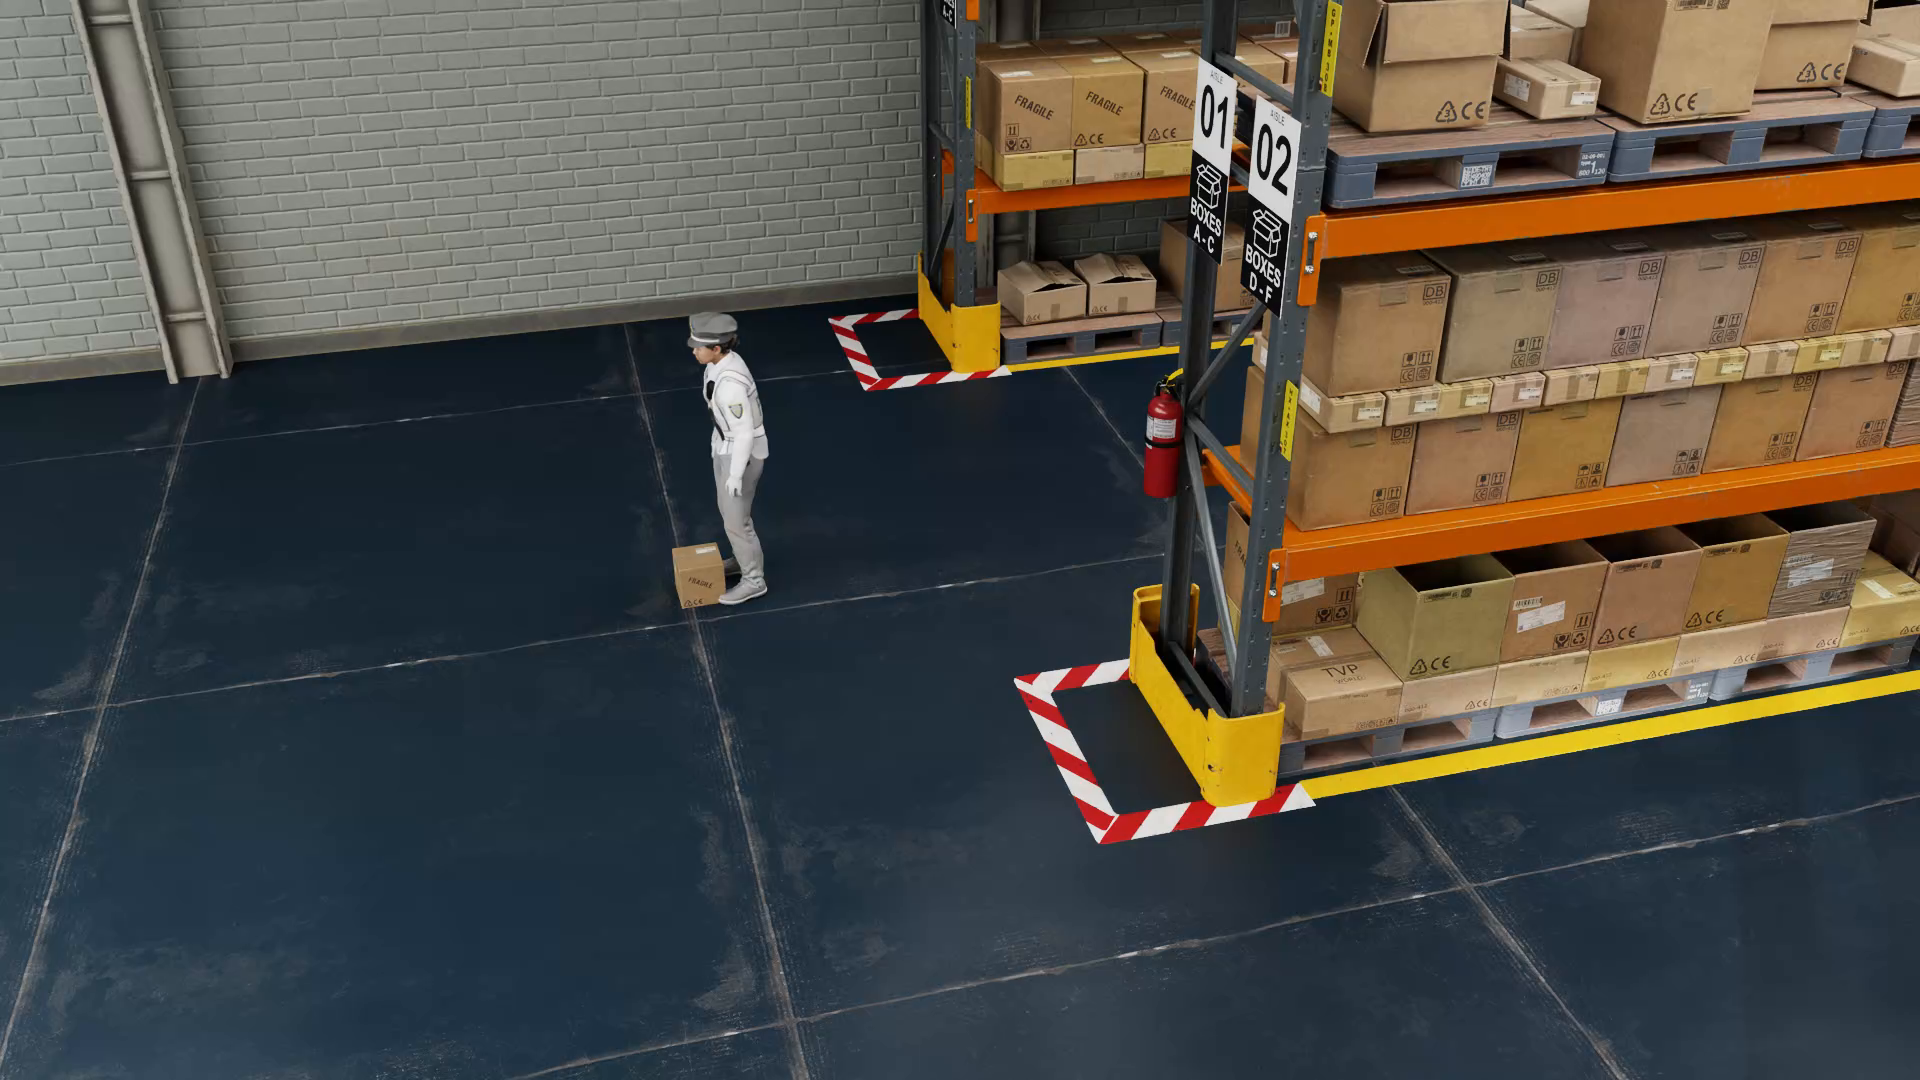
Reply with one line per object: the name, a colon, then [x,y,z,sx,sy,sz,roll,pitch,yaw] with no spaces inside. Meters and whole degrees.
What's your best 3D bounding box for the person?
person: [-1.230,-0.445,8.986,0.376,1.663,0.538,-9,32,-14]
